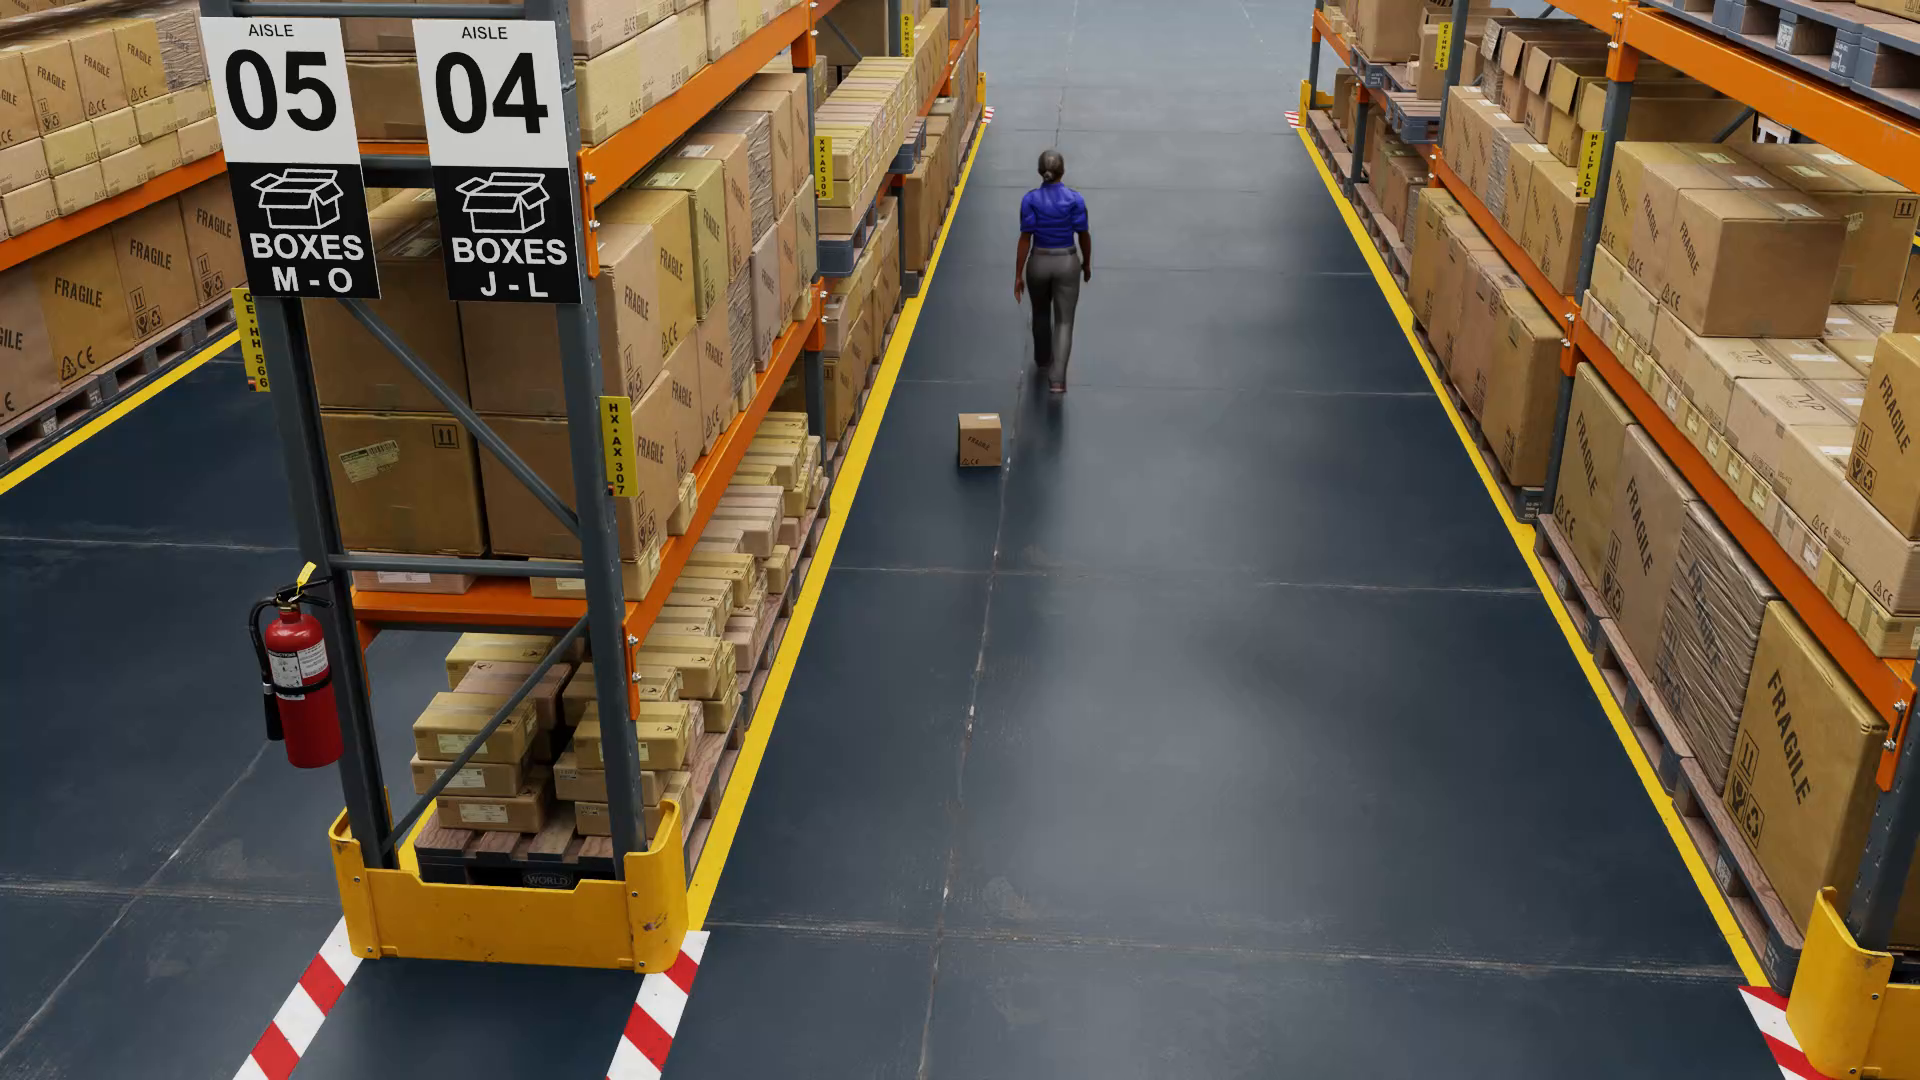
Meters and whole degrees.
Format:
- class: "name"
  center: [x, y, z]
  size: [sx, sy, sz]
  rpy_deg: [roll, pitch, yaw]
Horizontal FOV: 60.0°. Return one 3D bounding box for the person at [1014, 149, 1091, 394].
- class: "person"
  center: [0.633, -1.809, 11.053]
  size: [0.460, 1.600, 1.010]
  rpy_deg: [4, 25, 10]
